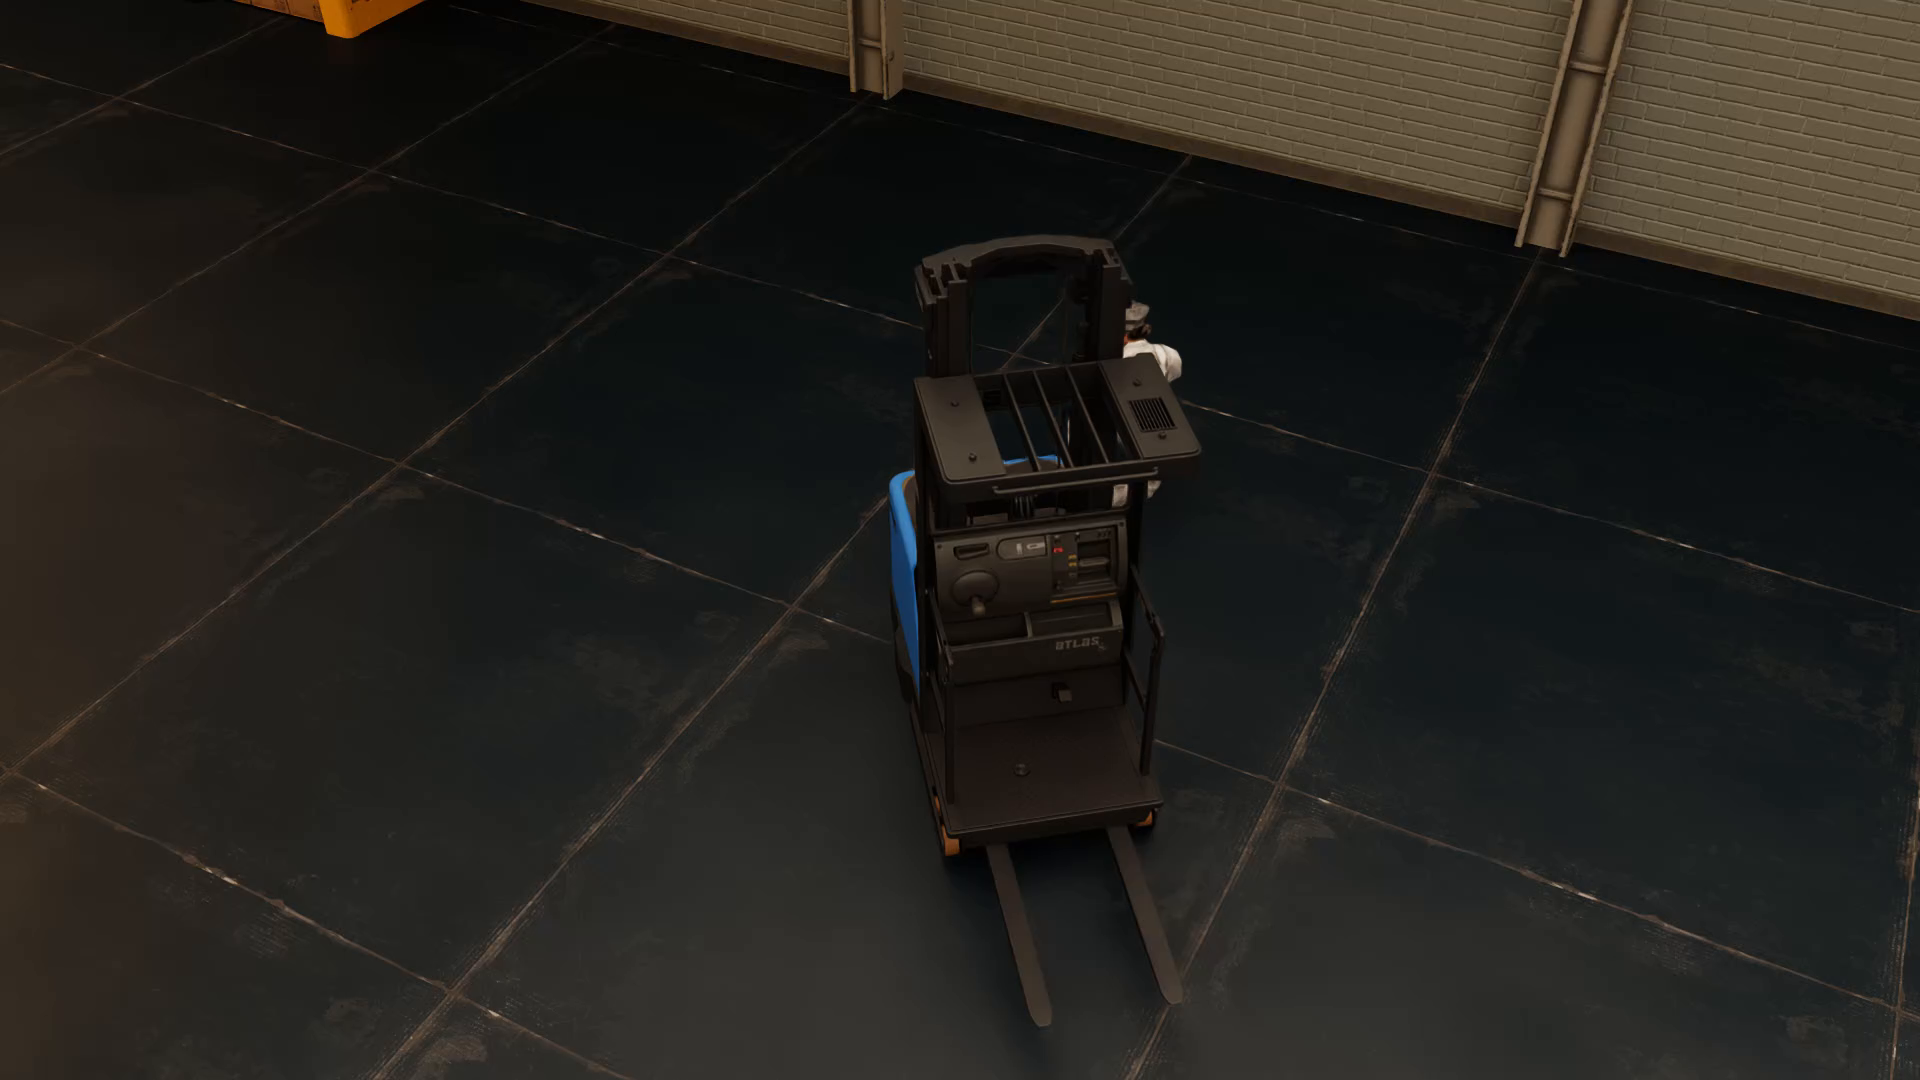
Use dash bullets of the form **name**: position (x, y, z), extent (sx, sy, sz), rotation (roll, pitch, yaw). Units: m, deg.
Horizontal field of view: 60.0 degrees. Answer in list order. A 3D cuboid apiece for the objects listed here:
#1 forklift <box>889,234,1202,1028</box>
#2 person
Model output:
- **forklift**: position (0.384, 0.207, 7.741), extent (1.130, 2.935, 3.031), rotation (-7, 41, -8)
- **person**: position (0.989, -0.730, 10.058), extent (0.564, 1.437, 0.842), rotation (21, 45, 23)
